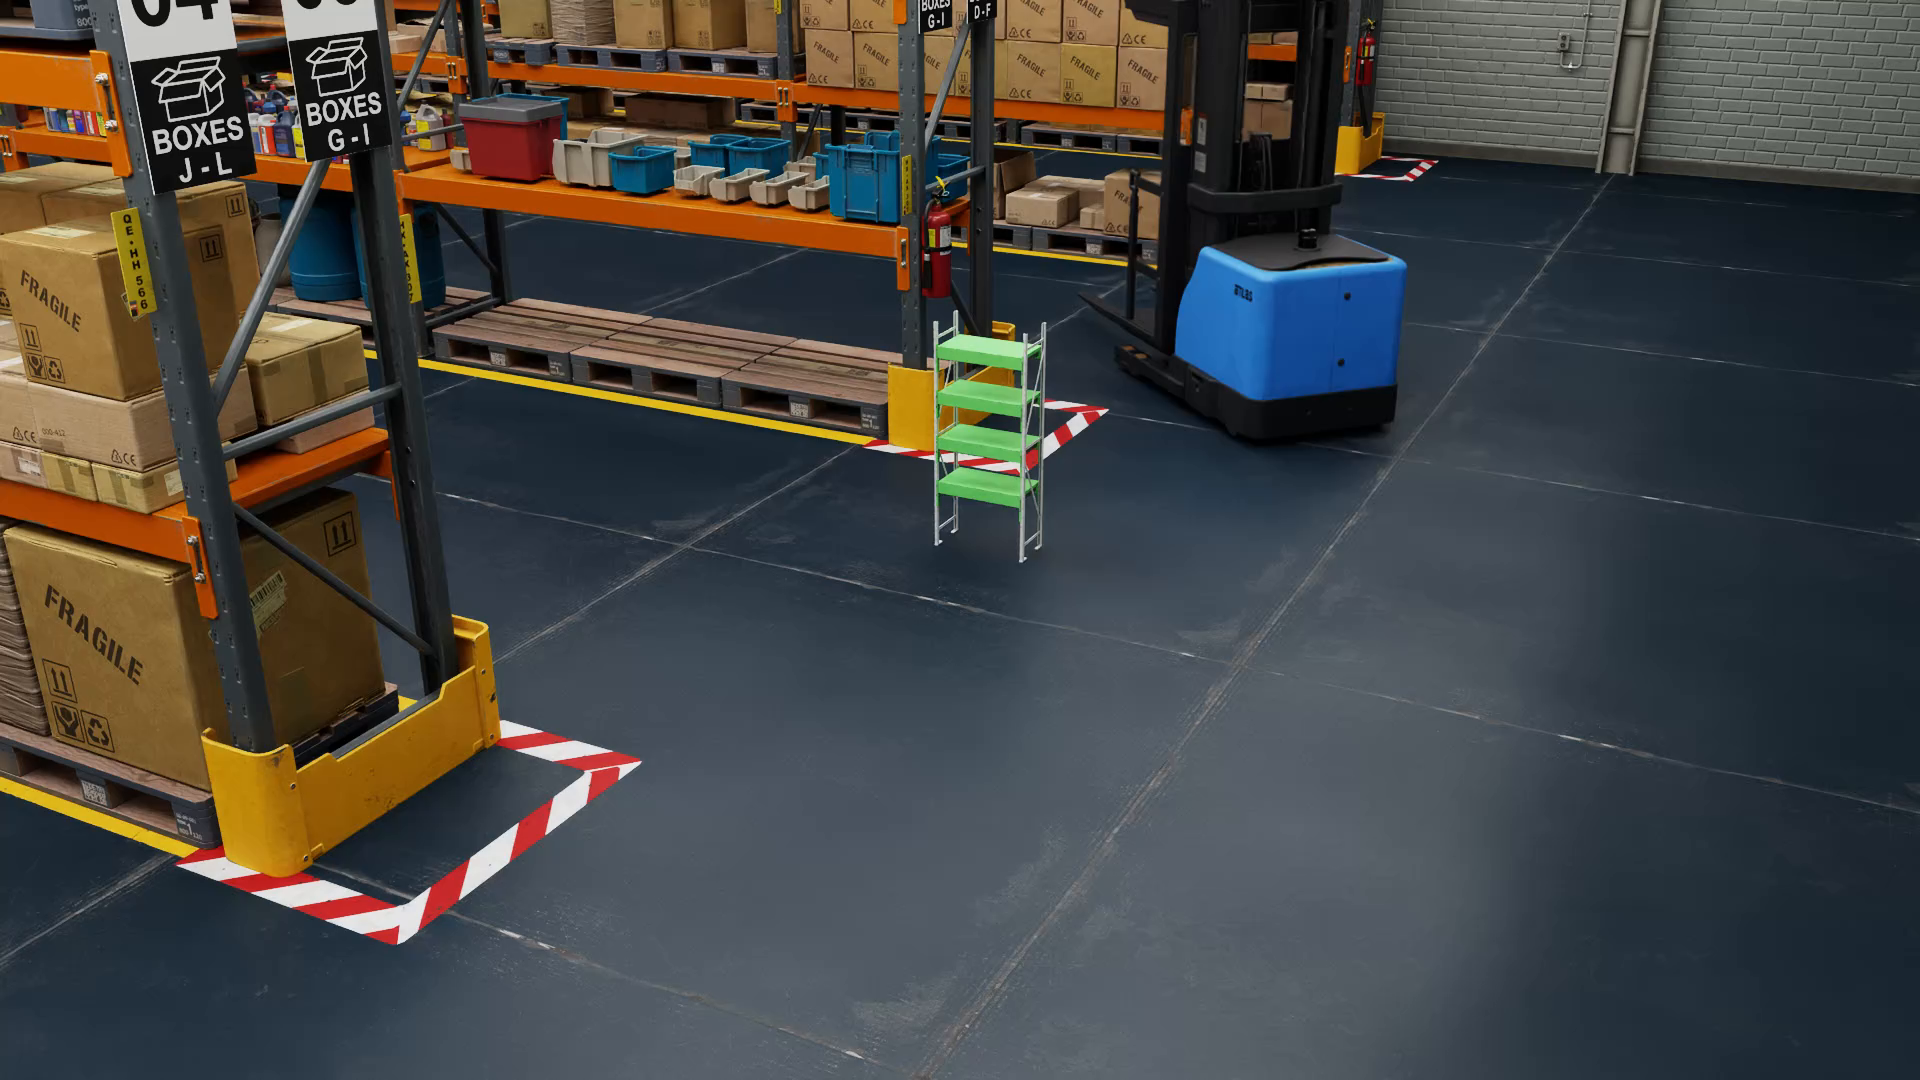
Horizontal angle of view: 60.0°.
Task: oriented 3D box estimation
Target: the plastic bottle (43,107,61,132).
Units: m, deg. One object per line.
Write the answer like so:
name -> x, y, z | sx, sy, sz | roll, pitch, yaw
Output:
plastic bottle -> -6.966, -3.303, 12.842 | 0.135, 0.276, 0.152 | 11, 25, 25

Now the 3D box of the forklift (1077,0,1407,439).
forklift -> 1.718, -2.503, 10.891 | 1.130, 2.935, 3.031 | -8, 24, -18

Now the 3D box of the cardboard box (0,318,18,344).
cardboard box -> -3.761, -0.647, 6.250 | 0.500, 0.250, 0.500 | 10, 25, 23

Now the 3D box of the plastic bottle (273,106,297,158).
plastic bottle -> -4.770, -2.901, 11.801 | 0.185, 0.351, 0.144 | 11, 25, 25

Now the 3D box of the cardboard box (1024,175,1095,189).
cardboard box -> 0.921, -3.175, 15.333 | 0.500, 0.250, 0.500 | 11, 25, 25

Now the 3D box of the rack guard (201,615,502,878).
rack guard -> -2.281, 0.748, 6.353 | 0.348, 0.500, 1.175 | 11, 25, 25

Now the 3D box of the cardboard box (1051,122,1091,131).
cardboard box -> 1.454, -5.178, 19.750 | 0.500, 0.500, 0.700 | 12, 26, 25

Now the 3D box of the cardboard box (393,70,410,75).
cardboard box -> -8.158, -7.073, 24.180 | 0.500, 0.500, 0.700 | 10, 25, 21

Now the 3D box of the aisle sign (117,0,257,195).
aisle sign -> -2.373, -1.486, 5.089 | 0.004, 0.787, 0.394 | 11, 25, 25

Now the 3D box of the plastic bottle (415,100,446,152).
plastic bottle -> -3.841, -3.003, 12.041 | 0.185, 0.351, 0.144 | 11, 25, 25

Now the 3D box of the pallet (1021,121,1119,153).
pallet -> 1.476, -4.858, 19.904 | 1.213, 0.211, 1.003 | 11, 25, 25

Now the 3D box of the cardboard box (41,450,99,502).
cardboard box -> -3.001, -0.284, 5.907 | 0.250, 0.149, 0.380 | 11, 26, 25

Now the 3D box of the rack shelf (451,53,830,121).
rack shelf -> -3.184, -4.594, 16.640 | 4.000, 0.370, 1.077 | 11, 25, 25

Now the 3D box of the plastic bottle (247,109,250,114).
plastic bottle -> -5.198, -3.006, 12.149 | 0.097, 0.271, 0.097 | 0, 23, 0

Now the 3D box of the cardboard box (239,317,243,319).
cardboard box -> -3.075, -0.743, 6.476 | 0.500, 0.250, 0.500 | 11, 25, 24

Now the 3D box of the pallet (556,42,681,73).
pallet -> -3.231, -4.848, 16.563 | 1.213, 0.211, 1.003 | 11, 25, 25

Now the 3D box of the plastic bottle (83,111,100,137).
plastic bottle -> -6.553, -3.221, 12.650 | 0.135, 0.276, 0.152 | 11, 25, 25

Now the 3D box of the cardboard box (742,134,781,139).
cardboard box -> -1.968, -3.611, 16.041 | 0.500, 0.500, 0.500 | 11, 25, 24

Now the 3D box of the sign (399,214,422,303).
sign -> -2.046, -1.034, 6.142 | 0.005, 0.325, 0.100 | 11, 25, 25

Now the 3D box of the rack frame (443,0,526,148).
rack frame -> -4.968, -5.279, 17.329 | 0.127, 3.000, 1.000 | 11, 25, 25

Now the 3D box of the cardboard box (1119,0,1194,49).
cardboard box -> 1.650, -4.355, 13.751 | 0.500, 0.500, 0.500 | 11, 25, 24

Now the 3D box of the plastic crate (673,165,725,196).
plastic crate -> -1.661, -2.266, 10.506 | 0.250, 0.136, 0.298 | 11, 25, 25

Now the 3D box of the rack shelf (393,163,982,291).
rack shelf -> -1.852, -2.159, 10.912 | 4.000, 0.370, 1.077 | 11, 25, 25

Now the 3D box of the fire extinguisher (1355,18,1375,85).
fire extinguisher -> 4.329, -5.202, 17.724 | 0.183, 0.674, 0.296 | 11, 25, 25

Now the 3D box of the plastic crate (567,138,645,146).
plastic crate -> -2.517, -2.640, 11.400 | 0.590, 0.125, 0.437 | 11, 25, 25

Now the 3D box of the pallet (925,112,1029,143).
pallet -> 0.110, -5.130, 20.542 | 1.213, 0.211, 1.003 | 11, 25, 25

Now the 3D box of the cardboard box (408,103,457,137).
cardboard box -> -5.547, -4.471, 17.691 | 0.500, 0.311, 0.500 | 12, 26, 26

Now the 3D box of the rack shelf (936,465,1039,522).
rack shelf -> 0.148, -0.243, 8.565 | 0.480, 0.148, 0.258 | 11, 25, 25

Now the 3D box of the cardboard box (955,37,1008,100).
cardboard box -> 0.292, -4.165, 14.584 | 0.500, 0.500, 0.500 | 11, 25, 24

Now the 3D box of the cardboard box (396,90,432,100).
cardboard box -> -6.230, -4.840, 18.559 | 0.500, 0.311, 0.500 | 10, 25, 23

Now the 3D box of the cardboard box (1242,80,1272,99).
cardboard box -> 3.308, -5.031, 18.575 | 0.250, 0.149, 0.380 | 12, 26, 26

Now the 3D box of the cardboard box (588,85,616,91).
cardboard box -> -4.721, -6.466, 22.753 | 0.500, 0.500, 0.700 | 12, 26, 25

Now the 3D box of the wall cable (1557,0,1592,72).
wall cable -> 5.972, -6.168, 18.124 | 1.851, 1.984, 0.084 | 11, 25, 25

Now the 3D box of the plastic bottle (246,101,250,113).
plastic bottle -> -5.533, -3.288, 12.798 | 0.133, 0.283, 0.061 | 11, 25, 25

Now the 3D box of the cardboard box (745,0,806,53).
cardboard box -> -1.721, -4.973, 15.947 | 0.500, 0.500, 0.700 | 3, 23, 7

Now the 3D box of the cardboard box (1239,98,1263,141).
cardboard box -> 3.286, -4.817, 18.900 | 0.500, 0.500, 0.700 | 11, 25, 24

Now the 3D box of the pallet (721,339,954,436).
pallet -> -0.786, -1.013, 10.861 | 1.213, 0.211, 1.003 | 11, 25, 25

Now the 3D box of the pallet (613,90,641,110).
pallet -> -4.518, -6.080, 22.778 | 1.213, 0.211, 1.003 | 11, 25, 25

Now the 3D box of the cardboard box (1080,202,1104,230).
cardboard box -> 1.254, -2.877, 14.741 | 0.250, 0.166, 0.380 | 11, 25, 25

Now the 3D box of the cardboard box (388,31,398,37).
cardboard box -> -6.132, -5.368, 17.862 | 0.250, 0.149, 0.380 | 13, 26, 28

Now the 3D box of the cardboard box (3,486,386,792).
cardboard box -> -2.909, 0.293, 6.407 | 0.875, 0.875, 0.875 | 11, 25, 25

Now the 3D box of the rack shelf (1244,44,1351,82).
rack shelf -> 2.618, -5.619, 19.048 | 4.000, 0.370, 1.077 | 11, 25, 25

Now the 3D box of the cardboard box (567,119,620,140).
cardboard box -> -3.776, -3.970, 16.883 | 0.500, 0.500, 0.500 | 11, 25, 24

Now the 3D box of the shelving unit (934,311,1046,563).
shelving unit -> 0.148, -0.523, 8.446 | 0.503, 1.200, 0.258 | 11, 25, 25

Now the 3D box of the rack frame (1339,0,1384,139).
rack frame -> 4.403, -5.597, 18.077 | 0.127, 3.000, 1.000 | 11, 25, 25

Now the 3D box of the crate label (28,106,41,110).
crate label -> -7.971, -3.835, 13.891 | 0.616, 0.435, 0.502 | 11, 25, 25

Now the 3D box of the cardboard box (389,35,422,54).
cardboard box -> -5.896, -5.225, 17.525 | 0.250, 0.149, 0.380 | 11, 25, 25

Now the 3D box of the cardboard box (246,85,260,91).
cardboard box -> -8.282, -5.011, 18.960 | 0.500, 0.311, 0.500 | 11, 26, 25

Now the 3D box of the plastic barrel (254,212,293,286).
plastic barrel -> -5.210, -2.249, 12.848 | 0.421, 0.512, 0.421 | 0, 23, 0

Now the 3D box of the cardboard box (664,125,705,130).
cardboard box -> -2.644, -3.976, 16.898 | 0.500, 0.500, 0.500 | 12, 26, 25

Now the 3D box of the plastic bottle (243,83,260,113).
plastic bottle -> -5.510, -3.360, 12.880 | 0.185, 0.351, 0.144 | 11, 25, 25

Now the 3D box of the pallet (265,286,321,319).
pallet -> -5.400, -1.925, 13.008 | 1.213, 0.211, 1.003 | 11, 25, 25

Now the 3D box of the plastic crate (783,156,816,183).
plastic crate -> -0.993, -2.407, 10.837 | 0.298, 0.136, 0.250 | 11, 25, 25

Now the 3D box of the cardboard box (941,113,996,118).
cardboard box -> 0.194, -5.576, 20.240 | 0.750, 0.750, 0.750 | 12, 26, 25

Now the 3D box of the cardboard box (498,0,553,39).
cardboard box -> -4.356, -5.446, 17.059 | 0.500, 0.500, 0.700 | 3, 23, 7

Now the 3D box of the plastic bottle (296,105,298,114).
plastic bottle -> -5.003, -3.233, 12.684 | 0.097, 0.271, 0.097 | 0, 23, 0

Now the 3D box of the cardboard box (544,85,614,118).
cardboard box -> -3.976, -4.584, 17.370 | 0.500, 0.250, 0.500 | 12, 26, 27

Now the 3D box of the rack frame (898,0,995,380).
rack frame -> -0.067, -2.137, 9.941 | 0.127, 3.000, 1.000 | 11, 25, 25

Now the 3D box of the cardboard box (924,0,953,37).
cardboard box -> -0.186, -4.715, 14.599 | 0.500, 0.500, 0.500 | 10, 25, 23
